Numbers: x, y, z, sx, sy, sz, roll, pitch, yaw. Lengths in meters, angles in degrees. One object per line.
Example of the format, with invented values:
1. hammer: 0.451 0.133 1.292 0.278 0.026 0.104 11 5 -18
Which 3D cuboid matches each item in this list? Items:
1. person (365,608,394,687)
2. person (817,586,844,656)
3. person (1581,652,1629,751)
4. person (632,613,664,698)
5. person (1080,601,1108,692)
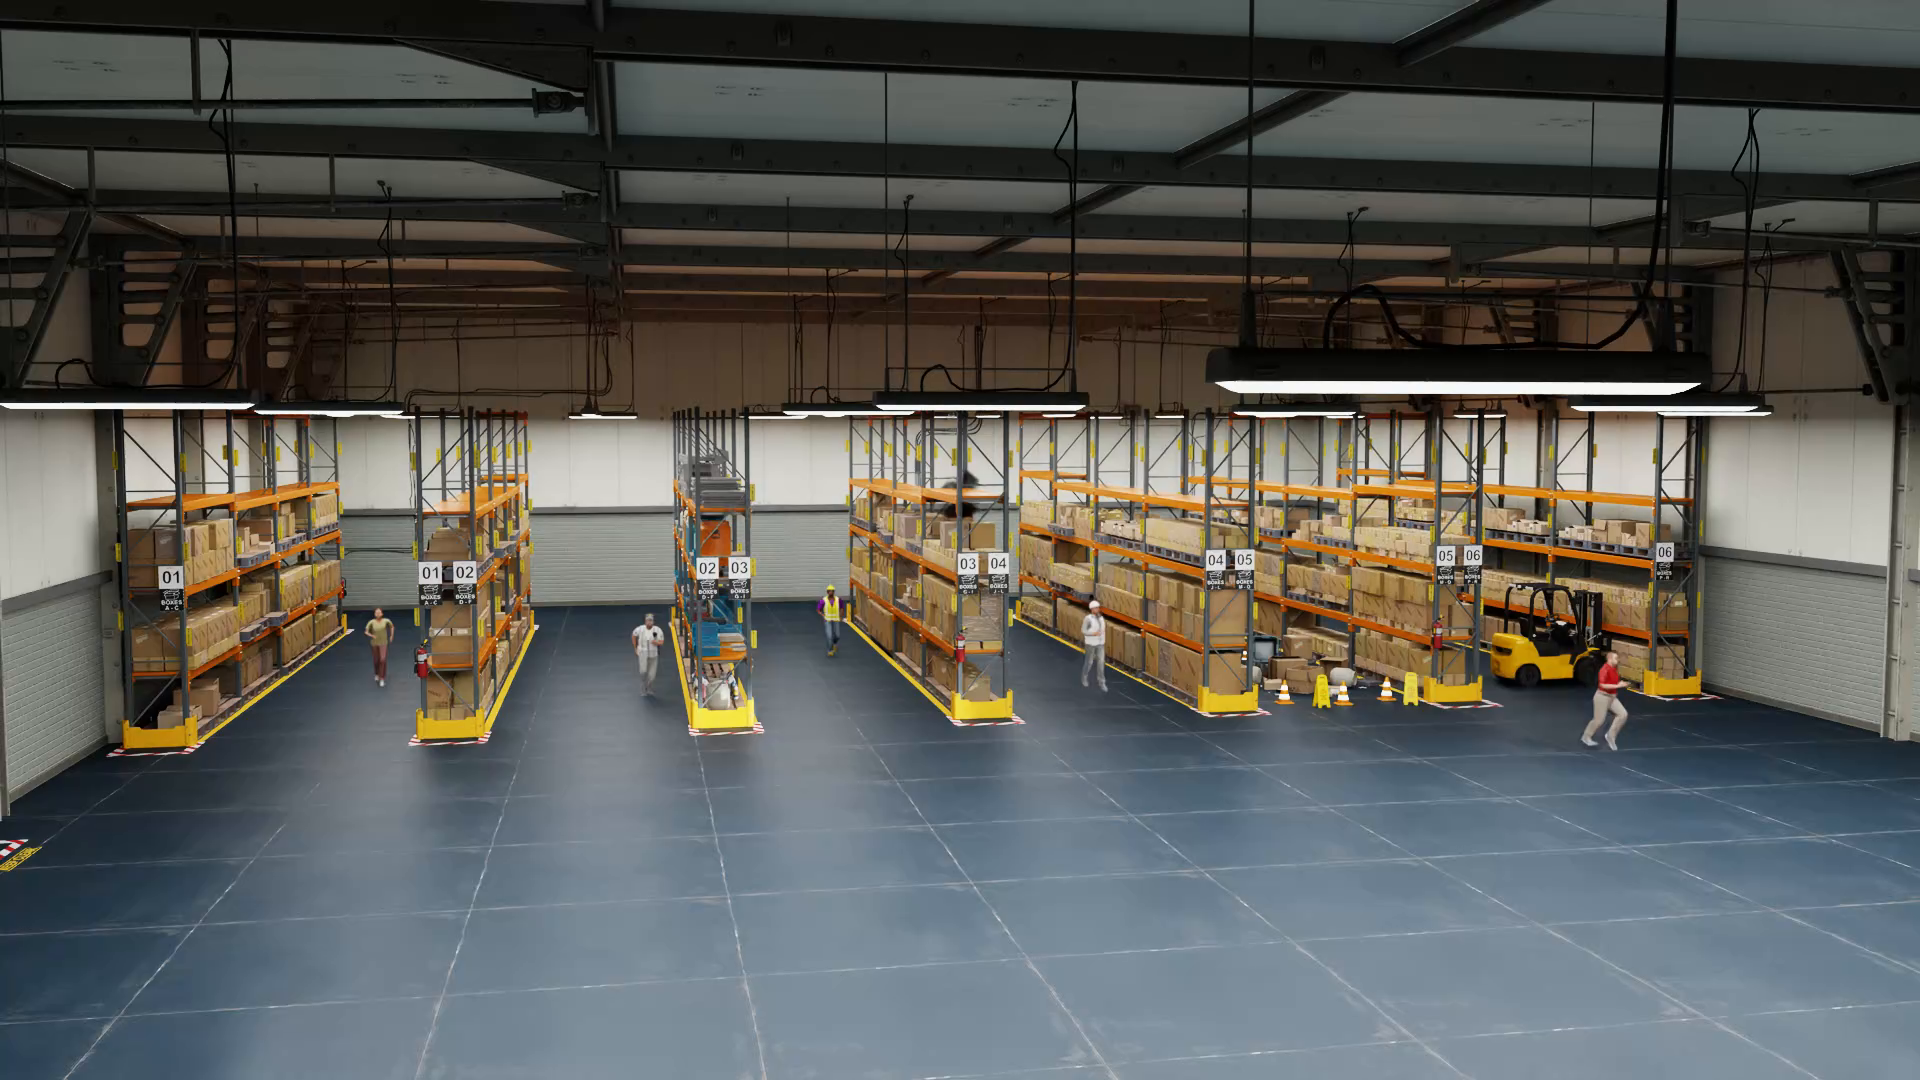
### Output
1. person: -12.656 2.307 36.253 0.593 1.696 0.856 -1 4 -17
2. person: -3.139 1.974 40.614 0.695 1.719 0.600 -1 4 -14
3. person: 11.272 2.812 29.009 0.690 1.747 0.848 -4 6 -45
4. person: -6.467 2.394 34.534 0.639 1.772 0.775 -1 4 -15
5. person: 2.749 2.155 34.054 0.690 1.837 0.865 -3 5 -33
